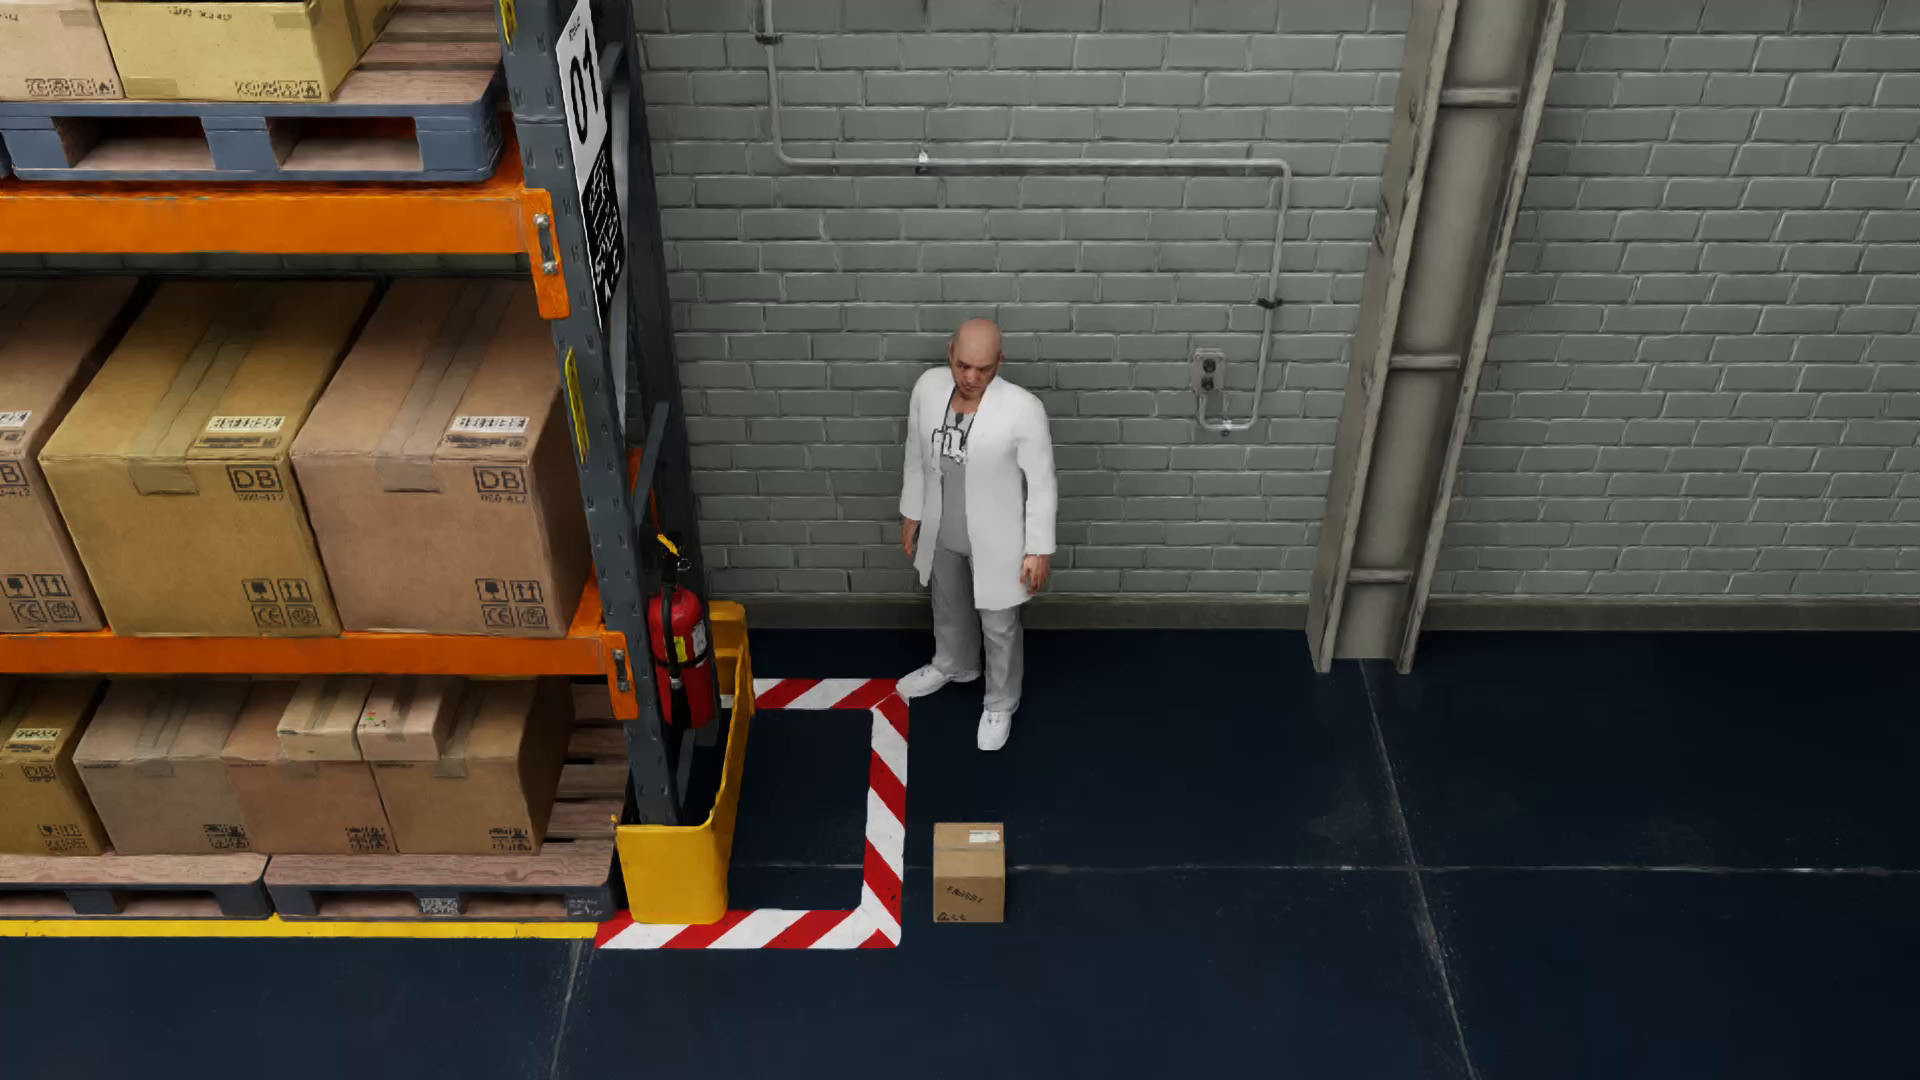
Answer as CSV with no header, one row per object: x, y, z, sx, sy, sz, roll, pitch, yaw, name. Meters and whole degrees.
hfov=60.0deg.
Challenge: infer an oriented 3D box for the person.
0.055,-0.016,6.142,0.644,1.785,0.415,22,44,25,person
